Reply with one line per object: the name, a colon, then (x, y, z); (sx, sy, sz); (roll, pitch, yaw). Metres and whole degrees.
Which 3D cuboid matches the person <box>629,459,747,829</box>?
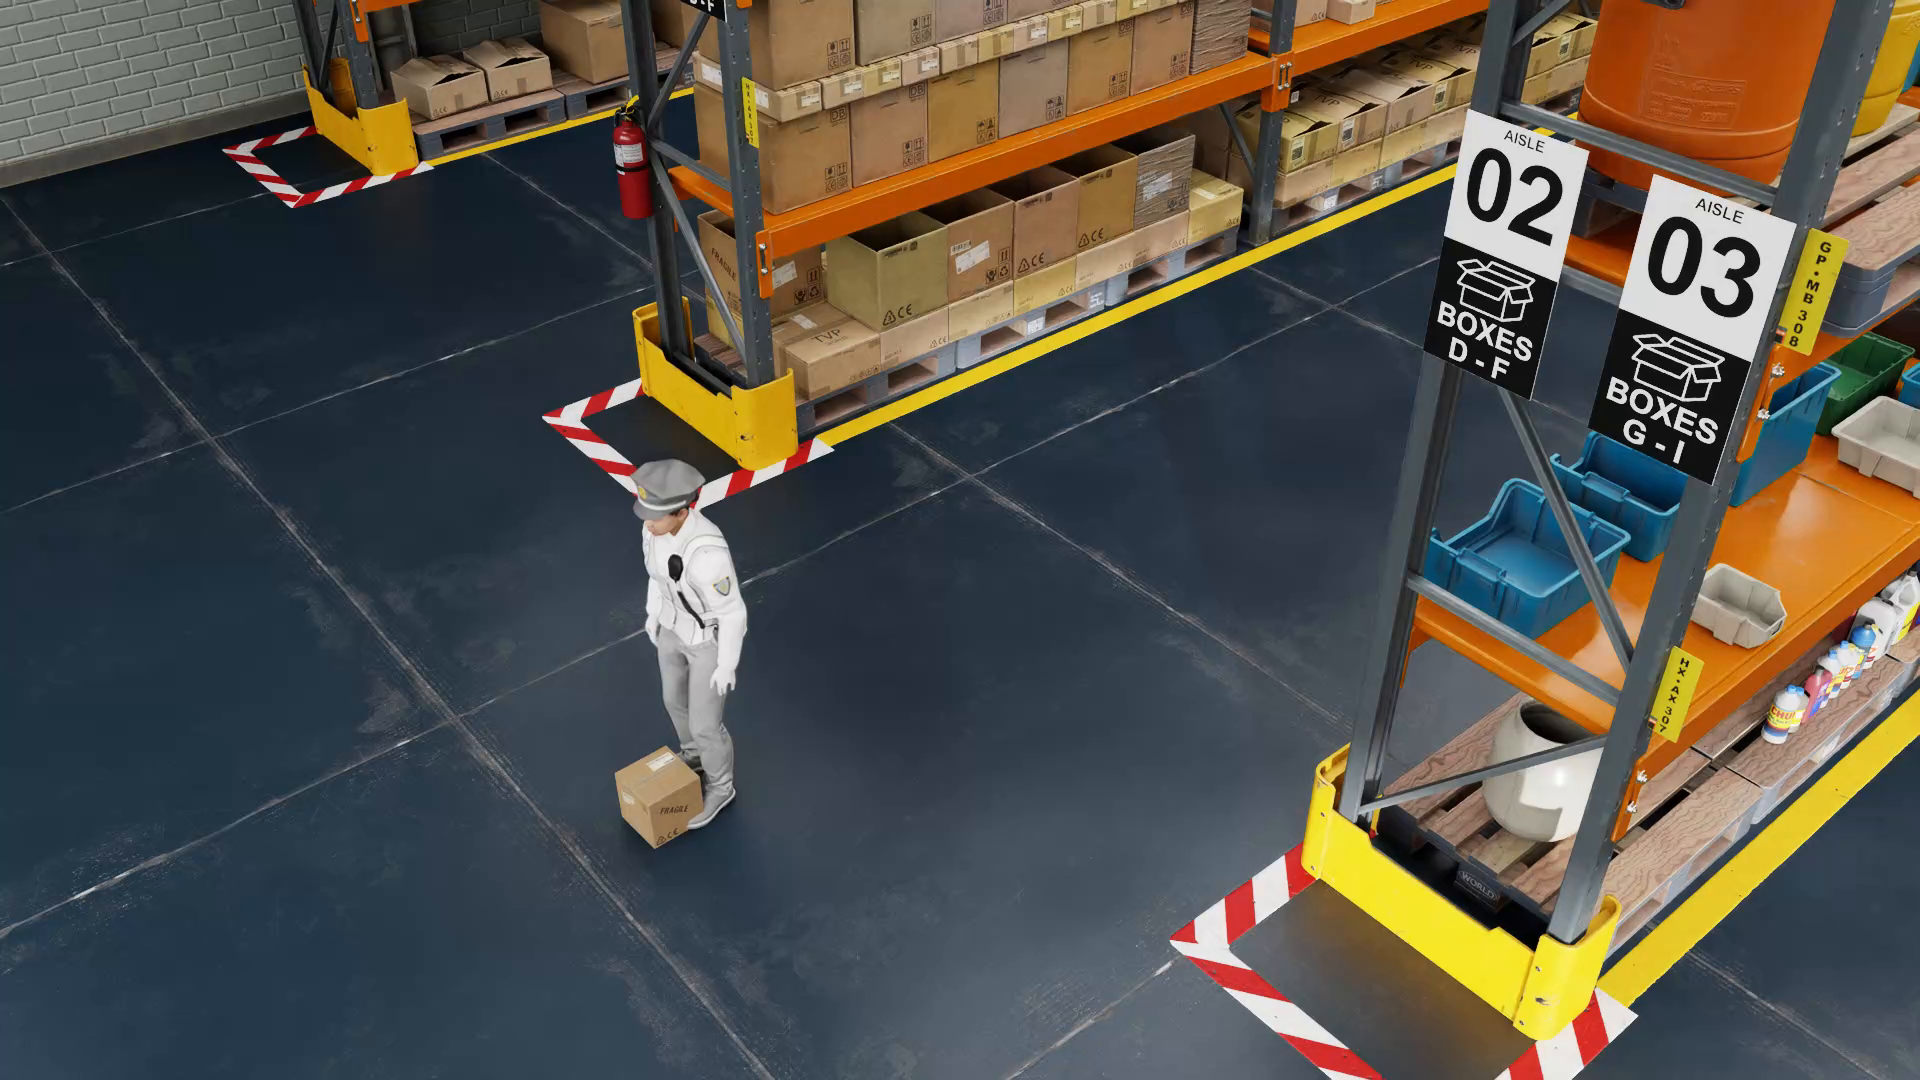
person: (-1.060, 0.399, 6.527); (0.416, 1.662, 0.543); (-29, 45, -34)
